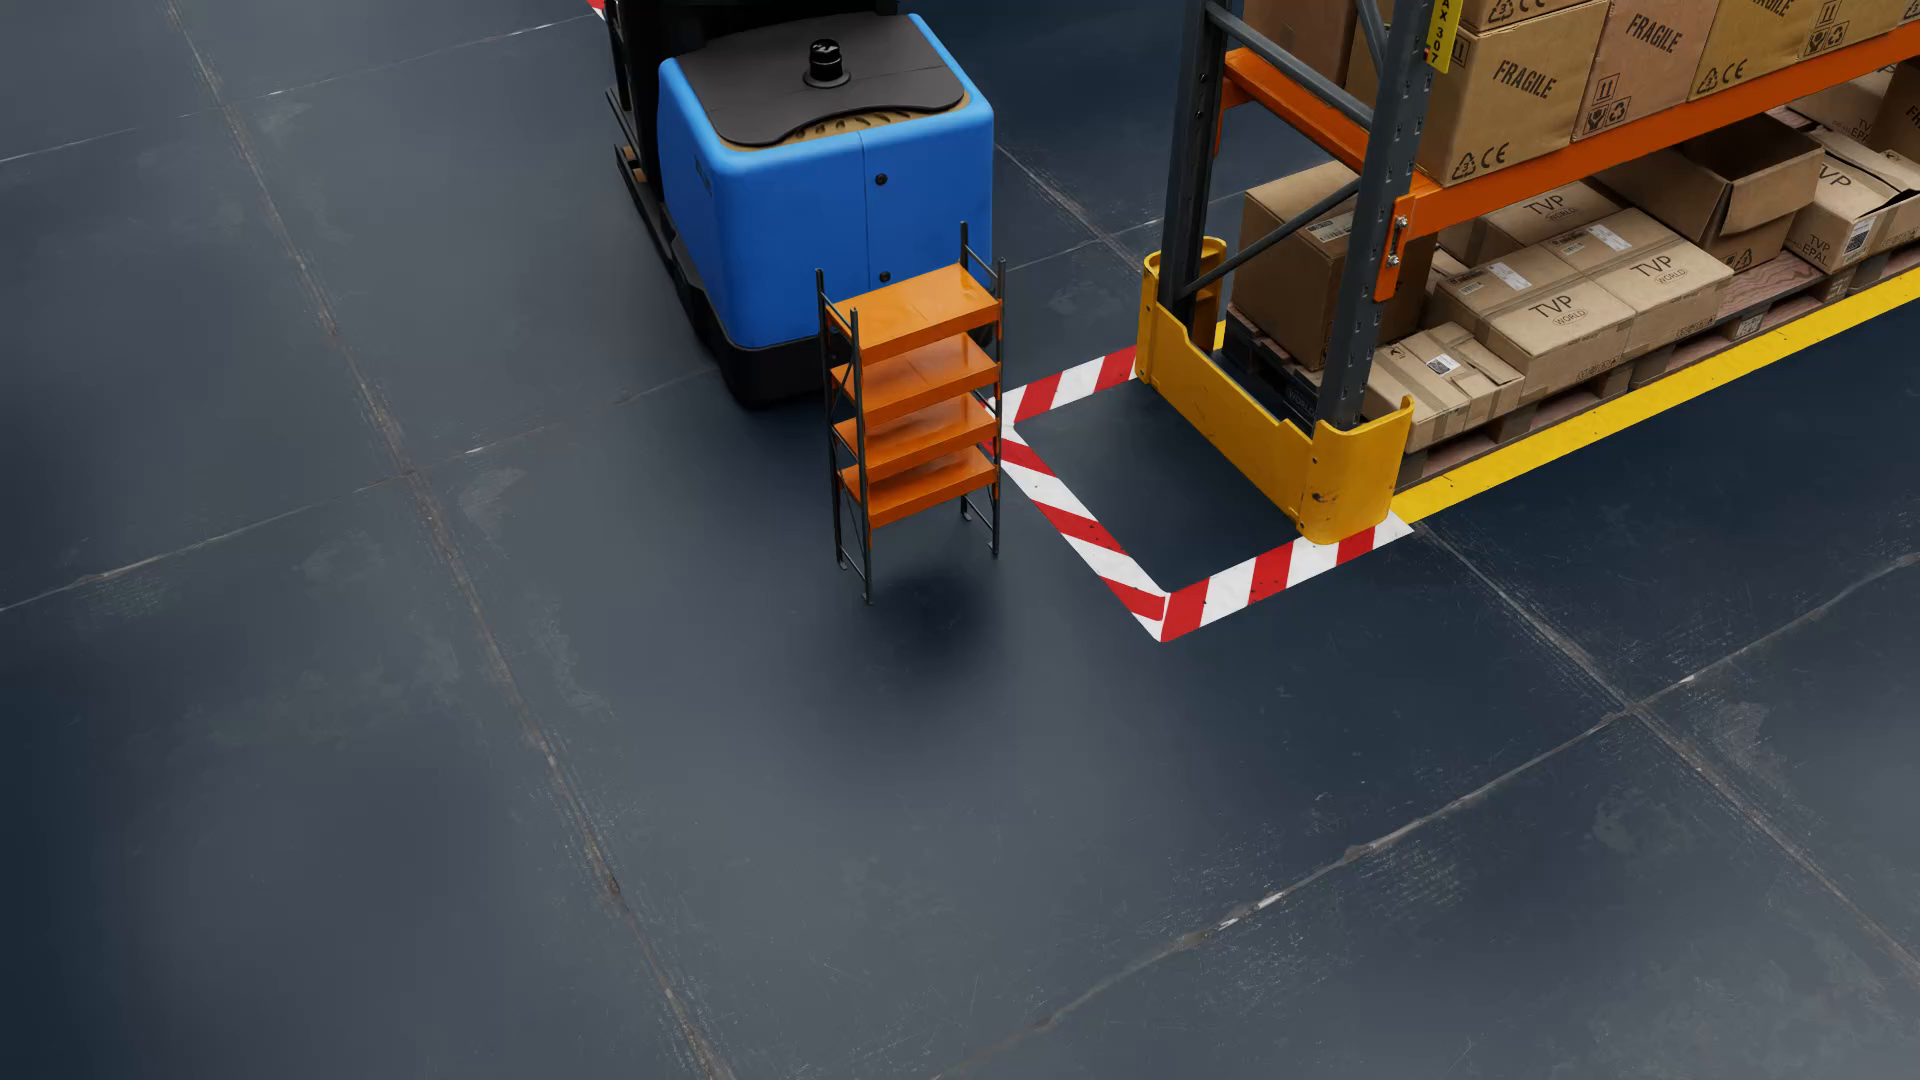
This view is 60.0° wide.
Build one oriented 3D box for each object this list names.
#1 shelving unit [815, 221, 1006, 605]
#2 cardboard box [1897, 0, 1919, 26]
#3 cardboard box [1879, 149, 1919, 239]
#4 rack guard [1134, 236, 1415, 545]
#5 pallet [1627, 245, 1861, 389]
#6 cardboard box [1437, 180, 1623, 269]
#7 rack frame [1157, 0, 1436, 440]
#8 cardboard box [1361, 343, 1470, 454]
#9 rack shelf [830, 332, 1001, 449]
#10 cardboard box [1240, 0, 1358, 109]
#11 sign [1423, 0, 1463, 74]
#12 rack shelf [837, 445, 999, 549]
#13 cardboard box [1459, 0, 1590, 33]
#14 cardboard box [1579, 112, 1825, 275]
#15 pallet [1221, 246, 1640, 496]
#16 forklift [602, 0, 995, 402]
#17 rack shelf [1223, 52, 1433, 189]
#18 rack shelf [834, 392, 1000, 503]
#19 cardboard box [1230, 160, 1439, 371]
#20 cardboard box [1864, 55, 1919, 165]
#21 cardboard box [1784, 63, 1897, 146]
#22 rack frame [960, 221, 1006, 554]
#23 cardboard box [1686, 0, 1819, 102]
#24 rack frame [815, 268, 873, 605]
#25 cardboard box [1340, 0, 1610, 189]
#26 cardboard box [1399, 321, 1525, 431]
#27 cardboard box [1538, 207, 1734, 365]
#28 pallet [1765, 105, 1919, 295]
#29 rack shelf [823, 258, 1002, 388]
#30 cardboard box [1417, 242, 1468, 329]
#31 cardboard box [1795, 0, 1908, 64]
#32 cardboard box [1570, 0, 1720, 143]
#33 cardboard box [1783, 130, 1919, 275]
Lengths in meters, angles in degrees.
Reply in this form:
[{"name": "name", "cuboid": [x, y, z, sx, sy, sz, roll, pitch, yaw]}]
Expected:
[{"name": "shelving unit", "cuboid": [-0.144, -0.373, 5.273, 0.503, 1.200, 0.258, -22, 48, -21]}, {"name": "cardboard box", "cuboid": [3.296, -2.164, 5.754, 0.500, 0.500, 0.500, -21, 48, -20]}, {"name": "cardboard box", "cuboid": [3.844, -1.415, 6.785, 0.250, 0.149, 0.380, -22, 48, -21]}, {"name": "rack guard", "cuboid": [1.089, -0.557, 5.965, 0.348, 0.500, 1.175, -22, 48, -21]}, {"name": "pallet", "cuboid": [2.837, -1.151, 6.784, 1.213, 0.211, 1.003, -22, 48, -21]}, {"name": "cardboard box", "cuboid": [2.211, -1.248, 6.540, 0.500, 0.250, 0.500, -22, 48, -21]}, {"name": "rack frame", "cuboid": [1.024, -1.428, 5.067, 0.127, 3.000, 1.000, -22, 48, -21]}, {"name": "cardboard box", "cuboid": [1.558, -0.500, 5.843, 0.250, 0.149, 0.380, -22, 48, -21]}, {"name": "rack shelf", "cuboid": [-0.144, -0.485, 5.164, 0.480, 0.148, 0.258, -22, 48, -21]}, {"name": "cardboard box", "cuboid": [1.276, -1.783, 5.362, 0.500, 0.500, 0.500, -20, 48, -20]}, {"name": "sign", "cuboid": [1.294, -1.411, 4.428, 0.005, 0.325, 0.100, -22, 48, -21]}, {"name": "rack shelf", "cuboid": [-0.144, -0.182, 5.458, 0.480, 0.148, 0.258, -22, 48, -21]}, {"name": "cardboard box", "cuboid": [1.540, -1.817, 4.679, 0.500, 0.500, 0.500, -20, 48, -20]}, {"name": "cardboard box", "cuboid": [2.865, -1.422, 6.539, 0.637, 0.503, 0.797, -22, 48, -21]}, {"name": "pallet", "cuboid": [1.780, -0.730, 6.351, 1.213, 0.211, 1.003, -22, 48, -21]}, {"name": "forklift", "cuboid": [-0.877, -2.606, 6.330, 1.130, 2.935, 3.031, -15, 46, -15]}, {"name": "rack shelf", "cuboid": [2.758, -1.933, 5.965, 3.809, 0.124, 0.919, -22, 48, -21]}, {"name": "rack shelf", "cuboid": [-0.144, -0.325, 5.320, 0.480, 0.148, 0.258, -22, 48, -21]}, {"name": "cardboard box", "cuboid": [1.372, -1.026, 6.132, 0.500, 0.500, 0.500, -22, 48, -21]}, {"name": "cardboard box", "cuboid": [4.139, -1.707, 6.834, 0.500, 0.500, 0.500, -22, 48, -21]}, {"name": "cardboard box", "cuboid": [4.020, -1.993, 7.265, 0.500, 0.311, 0.500, -22, 48, -21]}, {"name": "rack frame", "cuboid": [0.068, -0.458, 5.360, 0.015, 1.200, 0.240, -22, 48, -21]}, {"name": "cardboard box", "cuboid": [2.421, -1.813, 5.392, 0.500, 0.500, 0.500, -22, 48, -21]}, {"name": "rack frame", "cuboid": [-0.355, -0.288, 5.186, 0.015, 1.200, 0.240, -22, 48, -21]}, {"name": "cardboard box", "cuboid": [1.540, -1.458, 5.027, 0.500, 0.500, 0.500, -21, 48, -20]}, {"name": "cardboard box", "cuboid": [1.775, -0.593, 5.926, 0.250, 0.166, 0.380, -22, 48, -21]}, {"name": "cardboard box", "cuboid": [2.503, -0.963, 6.247, 0.500, 0.250, 0.500, -22, 48, -21]}, {"name": "pallet", "cuboid": [3.896, -1.577, 7.223, 1.213, 0.211, 1.003, -22, 48, -21]}, {"name": "rack shelf", "cuboid": [-0.144, -0.655, 4.999, 0.480, 0.148, 0.258, -22, 48, -21]}, {"name": "cardboard box", "cuboid": [1.768, -0.992, 6.337, 0.250, 0.166, 0.380, -22, 48, -21]}, {"name": "cardboard box", "cuboid": [2.855, -1.985, 5.570, 0.500, 0.500, 0.500, -21, 48, -20]}, {"name": "cardboard box", "cuboid": [1.984, -1.640, 5.215, 0.500, 0.500, 0.500, -22, 48, -21]}, {"name": "cardboard box", "cuboid": [3.489, -1.379, 6.632, 0.500, 0.311, 0.500, -22, 48, -21]}]
